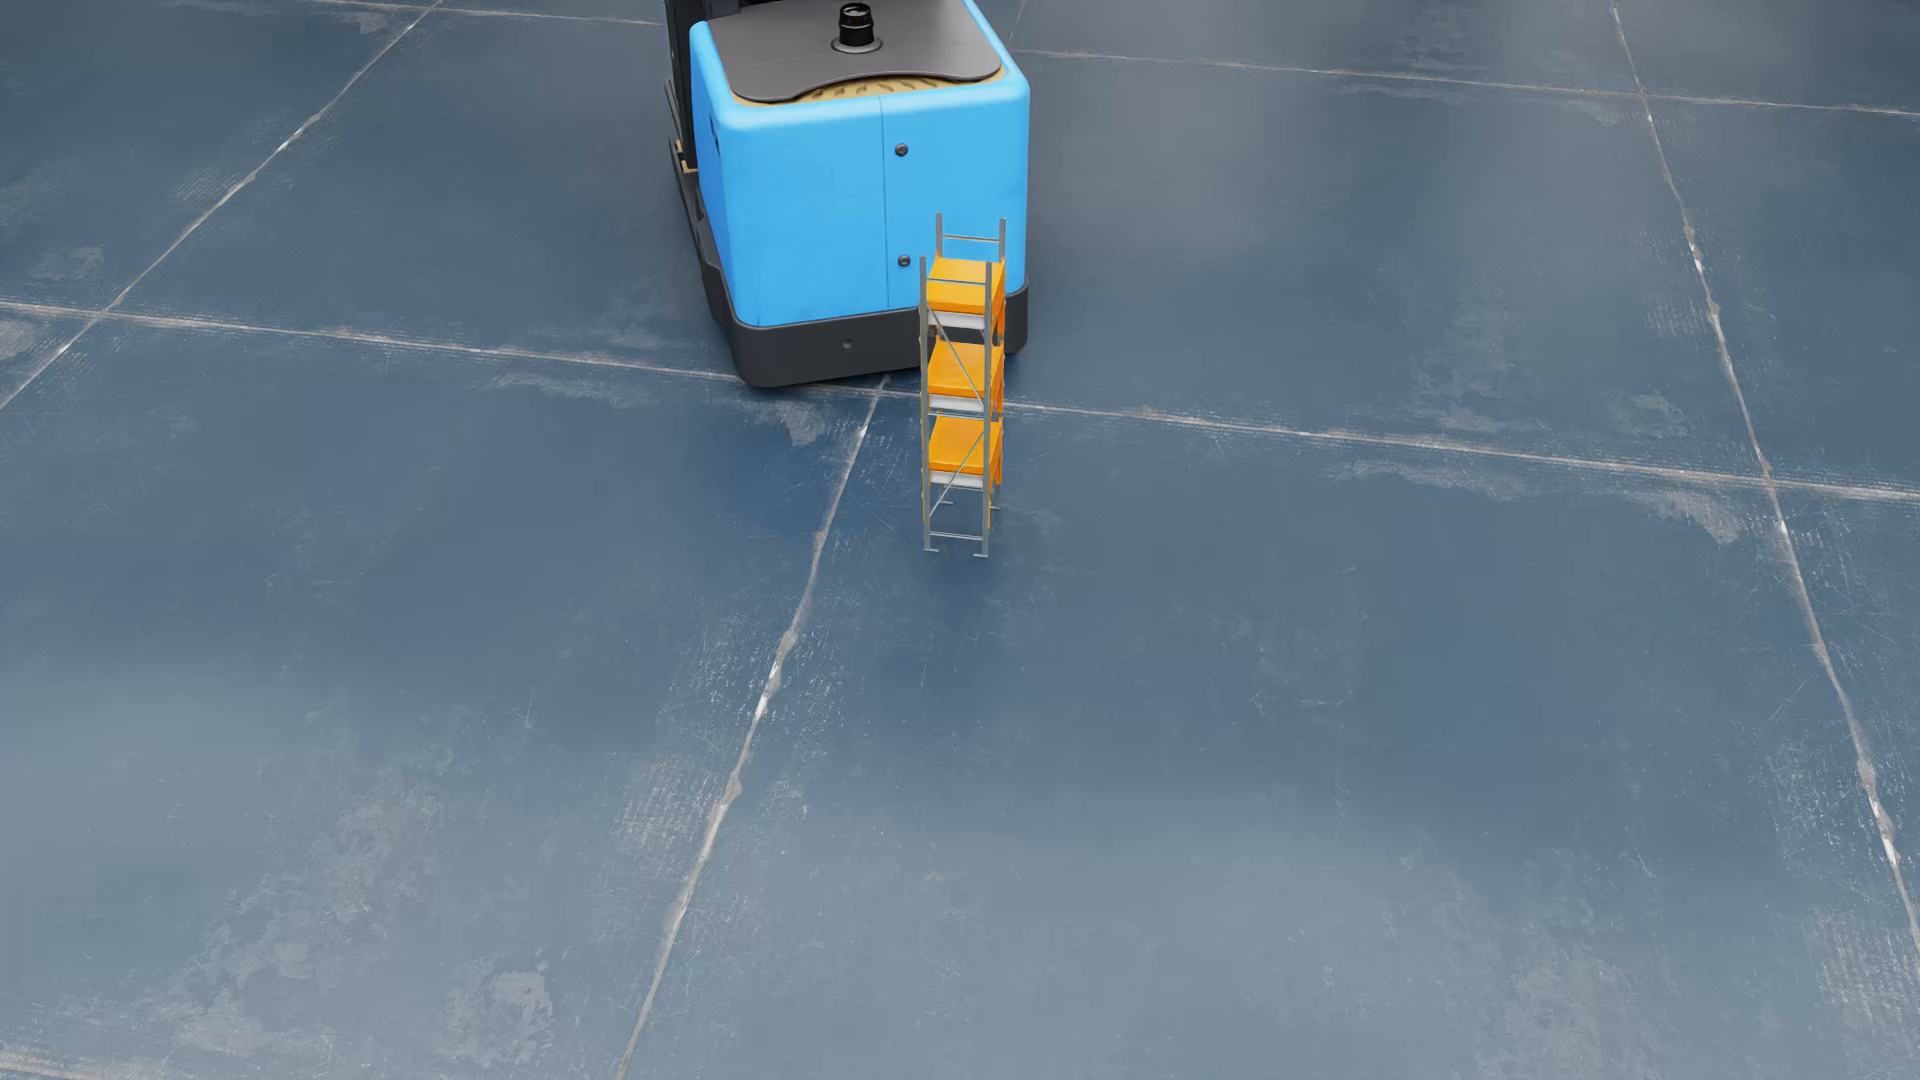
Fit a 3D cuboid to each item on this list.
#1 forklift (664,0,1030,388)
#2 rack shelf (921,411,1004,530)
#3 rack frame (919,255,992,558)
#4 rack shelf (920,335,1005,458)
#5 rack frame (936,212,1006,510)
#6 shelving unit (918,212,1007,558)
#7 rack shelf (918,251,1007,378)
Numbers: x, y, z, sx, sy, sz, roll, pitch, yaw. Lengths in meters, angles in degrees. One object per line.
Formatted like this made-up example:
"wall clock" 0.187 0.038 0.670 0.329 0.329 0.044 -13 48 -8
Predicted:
"forklift" -0.616 -2.606 6.101 1.130 2.935 3.031 -9 40 -11
"rack shelf" 0.009 -0.216 5.140 0.215 0.259 0.240 6 40 8
"rack frame" -0.012 -0.362 4.863 0.200 1.050 0.008 6 40 8
"rack shelf" 0.009 -0.430 4.963 0.215 0.259 0.240 6 40 8
"rack frame" 0.030 -0.515 5.049 0.200 1.050 0.008 6 40 8
"shelving unit" 0.009 -0.438 4.956 0.215 1.050 0.252 6 40 8
"rack shelf" 0.009 -0.649 4.782 0.215 0.259 0.240 6 40 8
